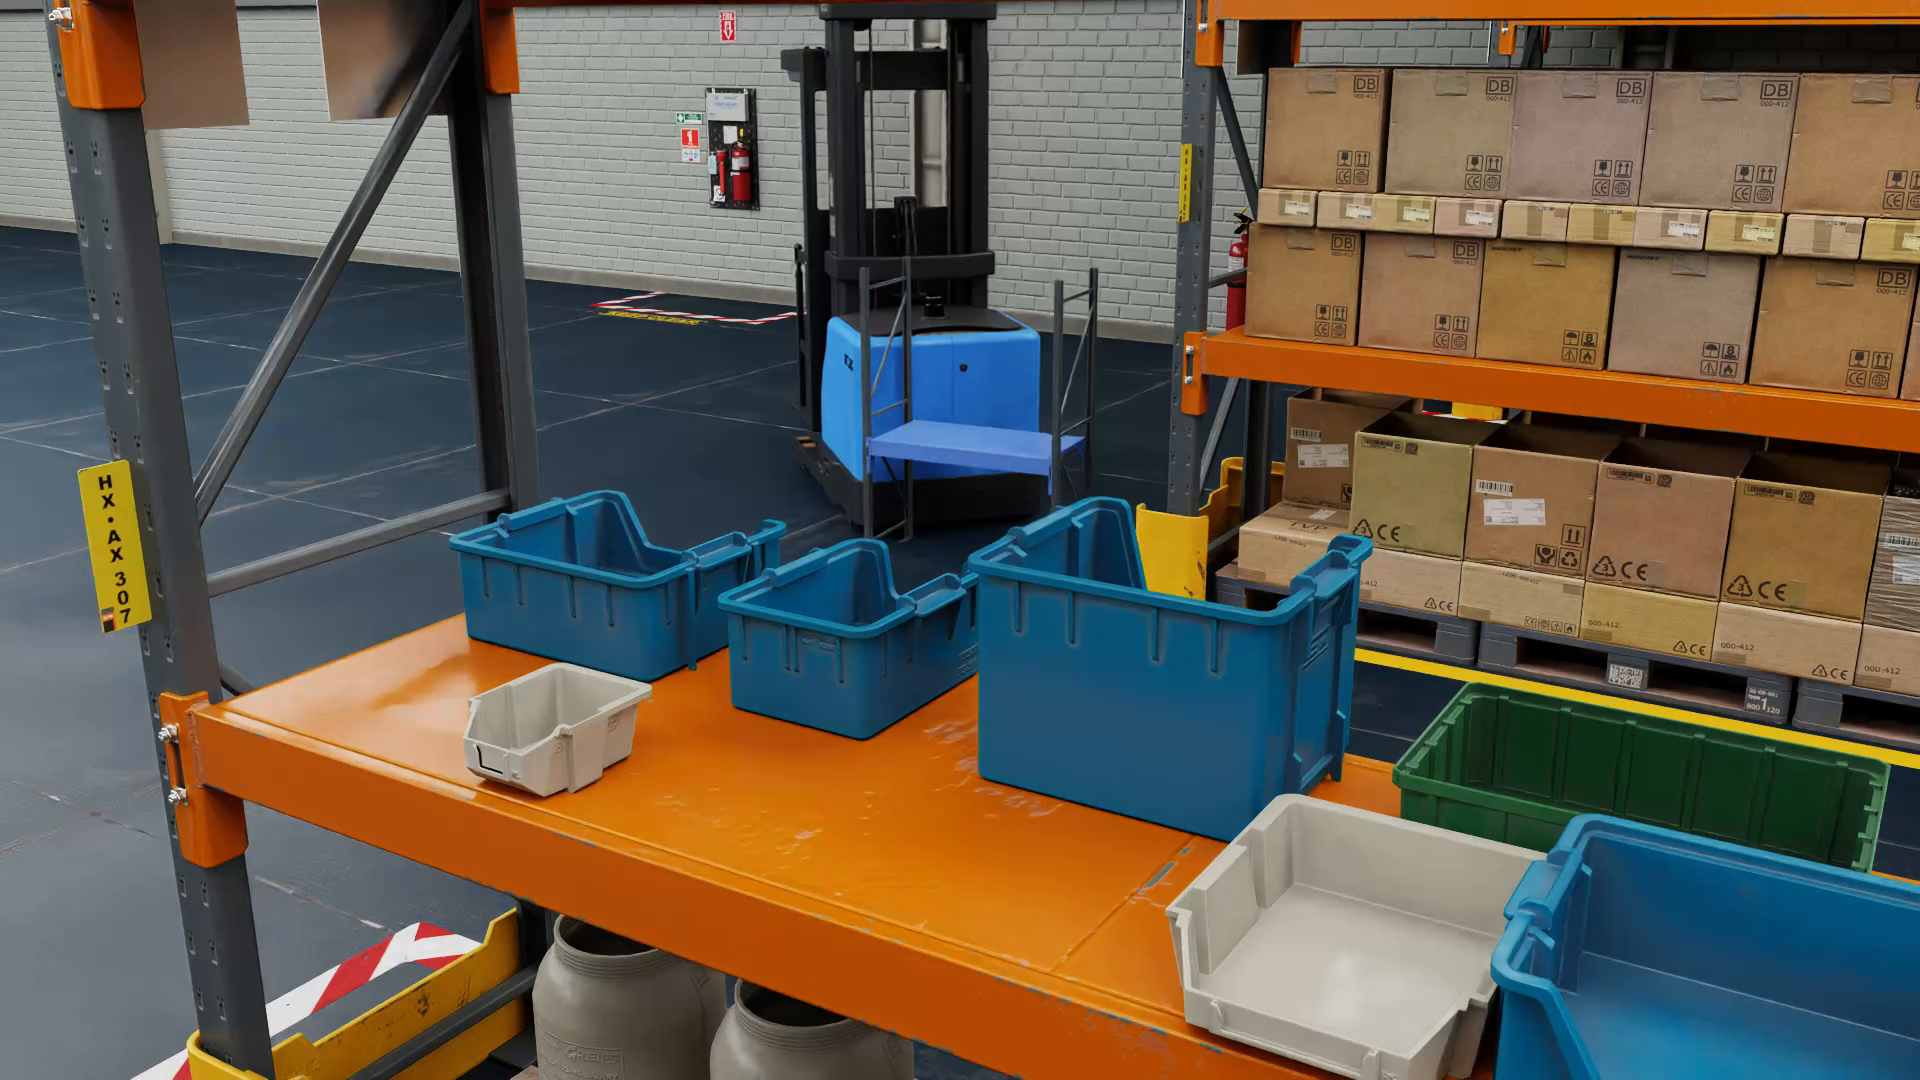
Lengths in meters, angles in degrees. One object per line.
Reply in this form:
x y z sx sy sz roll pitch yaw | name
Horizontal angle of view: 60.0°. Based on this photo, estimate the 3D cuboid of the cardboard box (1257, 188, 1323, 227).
1.484 -1.461 7.243 0.250 0.149 0.380 10 20 30 | cardboard box

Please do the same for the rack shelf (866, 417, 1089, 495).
0.092 -0.430 8.336 1.000 0.185 0.538 8 19 24 | rack shelf

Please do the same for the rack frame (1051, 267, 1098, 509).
0.553 -0.540 8.078 0.032 1.500 0.500 8 19 24 | rack frame

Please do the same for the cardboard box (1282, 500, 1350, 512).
1.873 -0.093 8.035 0.500 0.250 0.500 10 20 30 | cardboard box

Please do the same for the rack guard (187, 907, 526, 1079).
-1.244 1.206 4.051 0.348 0.500 1.175 10 20 30 | rack guard

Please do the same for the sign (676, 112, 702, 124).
-2.716 -4.227 16.662 0.331 0.109 0.001 10 20 30 | sign

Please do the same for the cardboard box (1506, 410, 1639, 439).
2.734 -0.304 7.439 0.500 0.500 0.500 10 20 30 | cardboard box

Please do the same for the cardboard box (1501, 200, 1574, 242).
2.364 -1.305 6.727 0.250 0.149 0.380 9 19 28 | cardboard box

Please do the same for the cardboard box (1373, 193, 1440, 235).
1.922 -1.384 6.987 0.250 0.149 0.380 10 20 30 | cardboard box

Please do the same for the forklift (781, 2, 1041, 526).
-0.437 -1.864 9.975 1.130 2.935 3.031 -5 17 -15 | forklift

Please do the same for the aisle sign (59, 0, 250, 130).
-1.548 -1.172 3.106 0.004 0.787 0.394 10 20 30 | aisle sign

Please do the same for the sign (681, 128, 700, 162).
-2.715 -3.976 16.748 0.234 0.329 0.001 10 20 30 | sign

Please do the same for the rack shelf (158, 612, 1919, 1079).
0.371 0.659 2.790 4.000 0.370 1.077 10 20 30 | rack shelf

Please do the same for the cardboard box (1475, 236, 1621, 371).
2.523 -1.034 6.953 0.500 0.500 0.700 10 20 30 | cardboard box

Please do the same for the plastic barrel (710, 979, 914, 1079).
-0.306 1.157 3.469 0.421 0.512 0.421 0 17 0 | plastic barrel

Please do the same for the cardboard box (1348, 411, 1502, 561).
2.029 -0.248 7.255 0.500 0.500 0.500 10 20 30 | cardboard box

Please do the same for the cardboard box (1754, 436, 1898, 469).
3.587 -0.152 6.939 0.500 0.500 0.500 10 20 30 | cardboard box

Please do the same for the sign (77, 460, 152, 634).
-1.625 0.013 3.200 0.005 0.325 0.100 10 20 30 | sign

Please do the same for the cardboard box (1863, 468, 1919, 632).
3.741 0.053 6.264 0.500 0.500 0.500 10 20 30 | cardboard box

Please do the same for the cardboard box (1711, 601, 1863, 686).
3.306 0.340 6.610 0.500 0.250 0.500 10 20 30 | cardboard box

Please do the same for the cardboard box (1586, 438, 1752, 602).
2.879 -0.095 6.750 0.500 0.500 0.500 10 20 30 | cardboard box

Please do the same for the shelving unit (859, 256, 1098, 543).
0.092 -0.602 8.283 1.048 1.500 0.538 8 19 24 | shelving unit

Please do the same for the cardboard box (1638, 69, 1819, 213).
3.006 -1.571 6.489 0.500 0.500 0.700 10 20 30 | cardboard box

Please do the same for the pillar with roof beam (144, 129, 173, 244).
-12.691 -7.094 16.751 0.400 9.000 9.100 10 20 30 | pillar with roof beam

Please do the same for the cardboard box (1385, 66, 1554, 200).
2.149 -1.724 6.991 0.500 0.500 0.700 10 19 29 | cardboard box

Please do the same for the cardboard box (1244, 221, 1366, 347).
1.653 -1.190 7.465 0.500 0.500 0.700 10 20 30 | cardboard box

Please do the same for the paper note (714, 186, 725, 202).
-2.413 -3.472 16.665 0.142 0.148 0.016 10 20 30 | paper note

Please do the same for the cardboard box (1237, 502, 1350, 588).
1.602 0.035 7.613 0.500 0.250 0.500 10 20 30 | cardboard box

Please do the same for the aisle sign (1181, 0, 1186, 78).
1.046 -2.394 7.129 0.004 0.787 0.394 10 20 30 | aisle sign

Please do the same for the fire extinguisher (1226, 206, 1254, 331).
1.404 -1.312 8.173 0.183 0.674 0.296 10 20 30 | fire extinguisher

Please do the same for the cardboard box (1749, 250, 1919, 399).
3.411 -0.877 6.437 0.500 0.500 0.700 10 20 31 | cardboard box

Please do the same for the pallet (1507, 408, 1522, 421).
4.590 -0.965 11.696 1.213 0.211 1.003 10 20 30 | pallet

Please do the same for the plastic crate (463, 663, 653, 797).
-0.739 0.352 3.015 0.250 0.136 0.298 10 20 30 | plastic crate

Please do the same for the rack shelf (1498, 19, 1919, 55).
5.555 -3.230 10.432 4.000 0.370 1.077 10 20 30 | rack shelf

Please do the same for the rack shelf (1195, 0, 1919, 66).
2.966 -2.003 6.391 4.000 0.370 1.077 10 20 30 | rack shelf

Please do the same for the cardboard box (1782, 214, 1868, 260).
3.245 -1.148 6.211 0.250 0.149 0.380 11 20 32 | cardboard box

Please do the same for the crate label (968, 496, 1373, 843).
0.376 0.206 2.981 0.616 0.435 0.502 10 20 30 | crate label

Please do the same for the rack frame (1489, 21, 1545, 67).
3.851 -2.444 11.765 0.127 3.000 1.000 10 20 30 | rack frame

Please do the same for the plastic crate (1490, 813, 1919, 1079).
0.990 0.589 2.038 0.616 0.251 0.499 10 20 30 | plastic crate

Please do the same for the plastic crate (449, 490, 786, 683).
-0.750 0.083 3.702 0.616 0.251 0.499 10 20 30 | plastic crate

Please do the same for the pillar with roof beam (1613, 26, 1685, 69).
2.647 -4.356 7.737 0.400 9.000 9.100 10 20 30 | pillar with roof beam

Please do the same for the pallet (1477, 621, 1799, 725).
2.971 0.410 7.169 1.213 0.211 1.003 10 20 30 | pallet

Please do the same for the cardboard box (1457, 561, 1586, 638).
2.456 0.187 7.114 0.500 0.250 0.500 10 20 30 | cardboard box

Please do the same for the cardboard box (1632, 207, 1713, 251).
2.793 -1.227 6.473 0.250 0.149 0.380 10 20 31 | cardboard box
